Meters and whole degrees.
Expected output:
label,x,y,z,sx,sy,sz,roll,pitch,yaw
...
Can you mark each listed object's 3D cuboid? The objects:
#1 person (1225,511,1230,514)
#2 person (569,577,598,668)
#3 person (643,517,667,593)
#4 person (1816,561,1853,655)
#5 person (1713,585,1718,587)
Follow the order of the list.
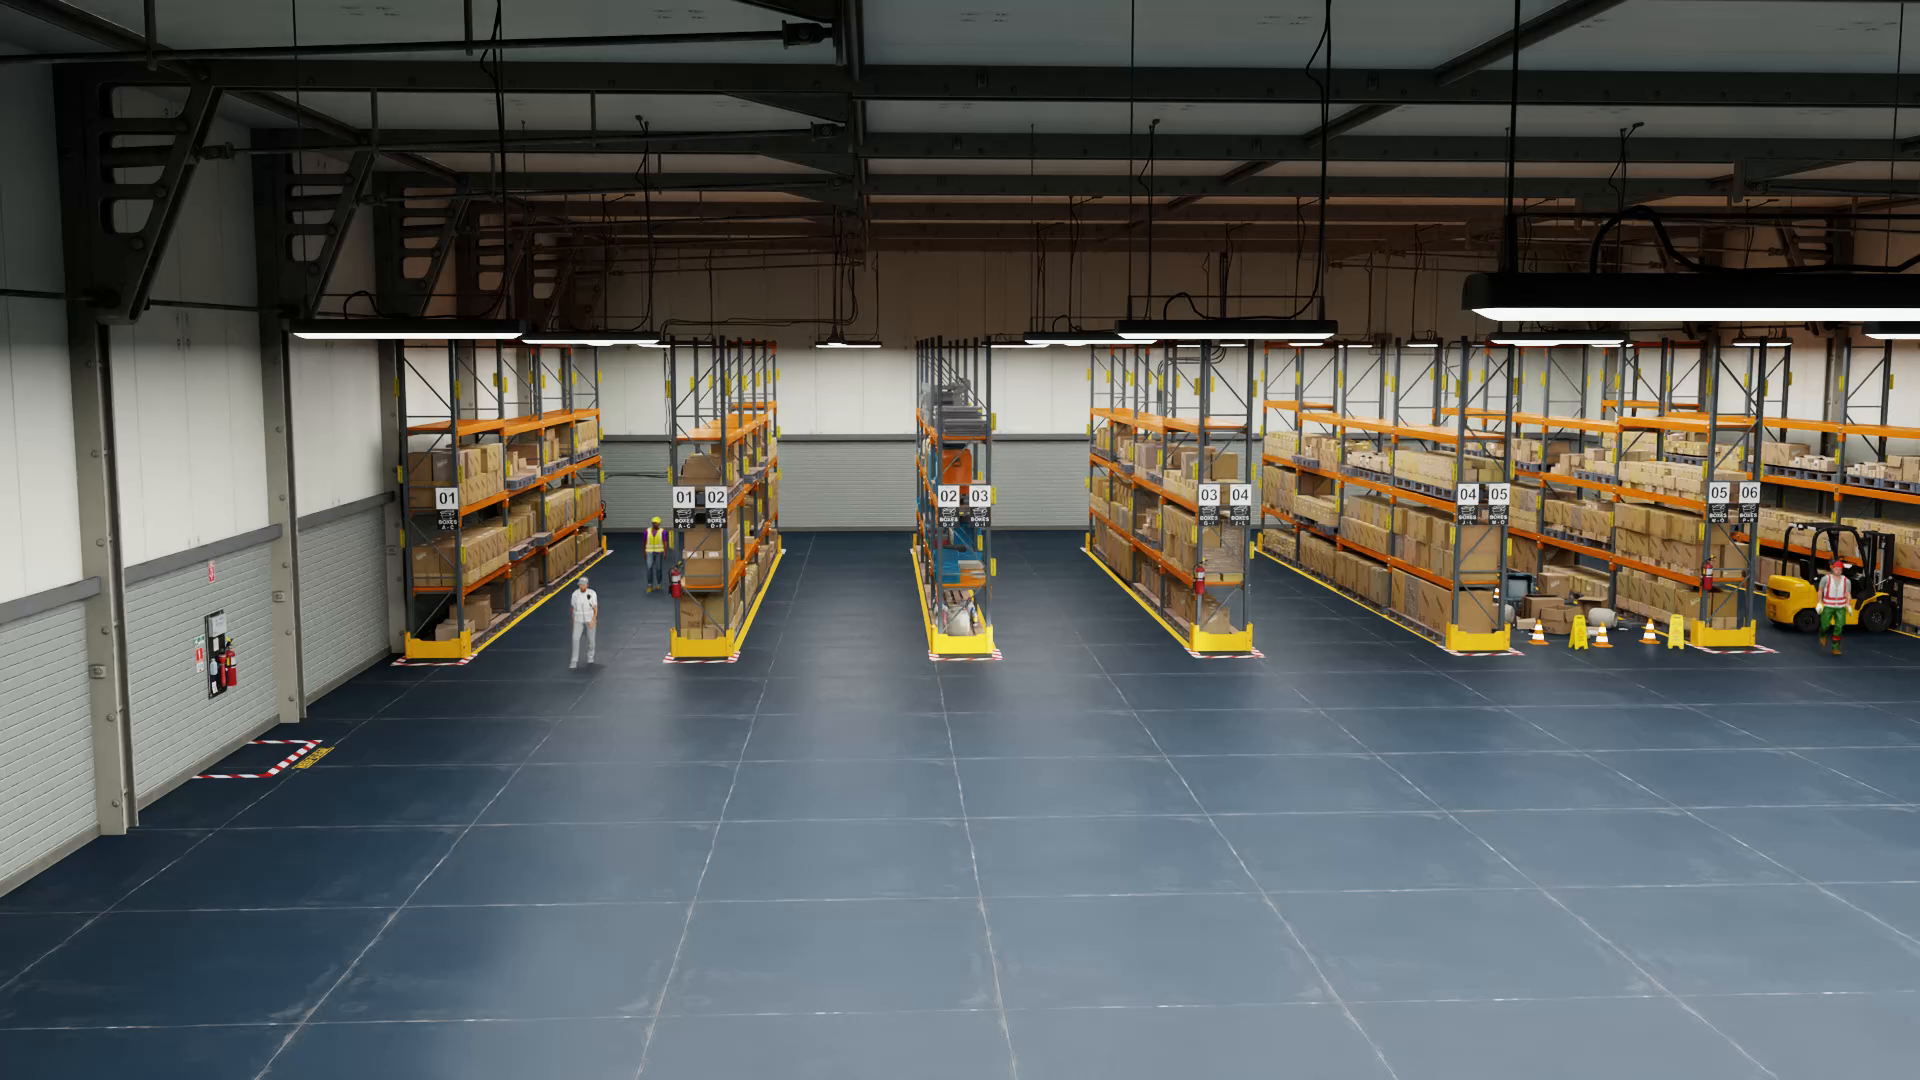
label,x,y,z,sx,sy,sz,roll,pitch,yaw
person,7.536,-0.433,46.939,0.710,1.673,0.713,1,7,6
person,-6.838,1.476,30.180,0.516,1.616,0.949,-1,7,-11
person,-7.298,0.351,39.762,0.595,1.783,0.685,-1,7,-7
person,16.554,1.261,31.502,0.627,1.777,0.587,2,7,18
person,16.388,0.827,36.345,0.523,1.571,0.701,0,6,0
